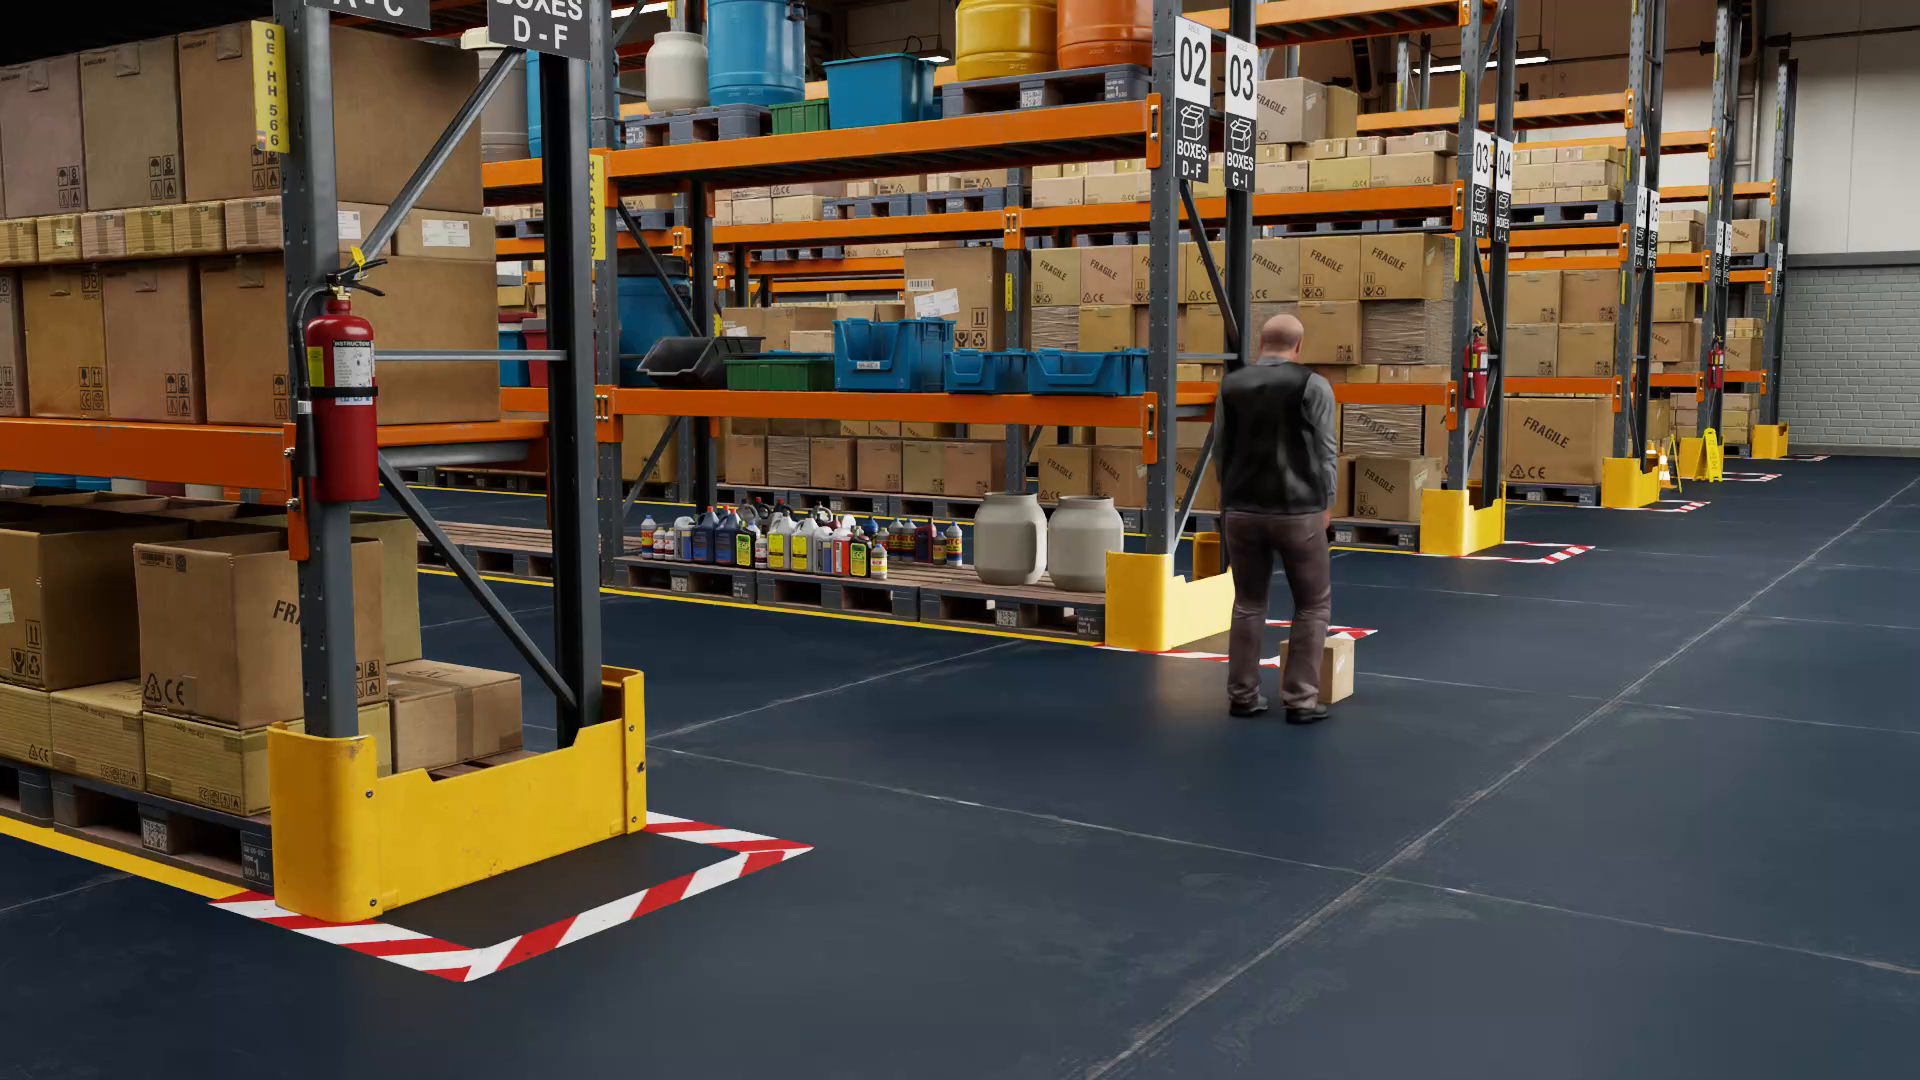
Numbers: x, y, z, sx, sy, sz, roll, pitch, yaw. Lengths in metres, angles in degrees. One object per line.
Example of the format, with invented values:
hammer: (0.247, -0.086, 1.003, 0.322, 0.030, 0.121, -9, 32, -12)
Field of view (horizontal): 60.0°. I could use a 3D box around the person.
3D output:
person: (1.299, -0.092, 6.937, 0.552, 1.685, 0.403, 4, 8, 35)
